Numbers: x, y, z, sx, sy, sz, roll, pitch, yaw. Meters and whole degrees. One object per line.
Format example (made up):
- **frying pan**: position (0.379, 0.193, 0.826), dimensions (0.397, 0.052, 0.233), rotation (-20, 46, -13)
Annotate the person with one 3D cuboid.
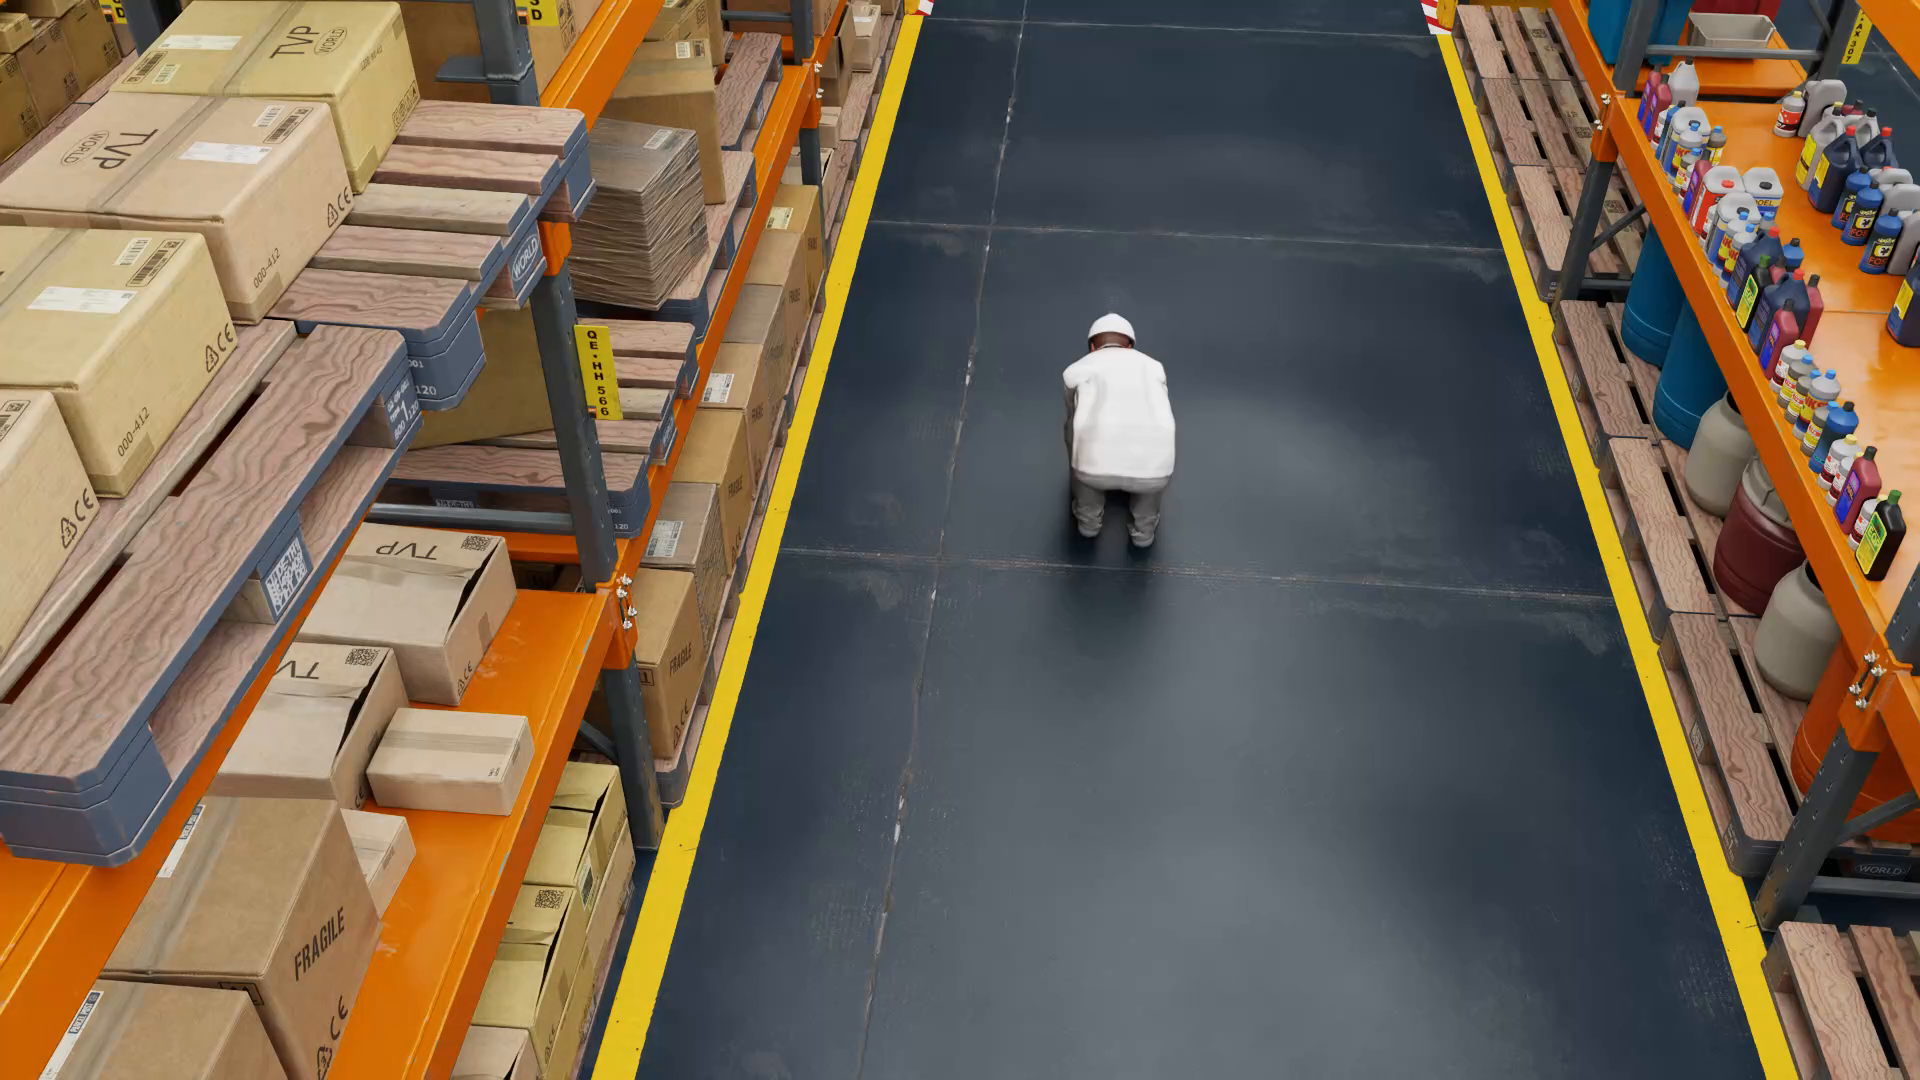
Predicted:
- **person**: position (0.707, -0.467, 7.501), dimensions (0.507, 0.779, 0.972), rotation (2, 40, 3)
